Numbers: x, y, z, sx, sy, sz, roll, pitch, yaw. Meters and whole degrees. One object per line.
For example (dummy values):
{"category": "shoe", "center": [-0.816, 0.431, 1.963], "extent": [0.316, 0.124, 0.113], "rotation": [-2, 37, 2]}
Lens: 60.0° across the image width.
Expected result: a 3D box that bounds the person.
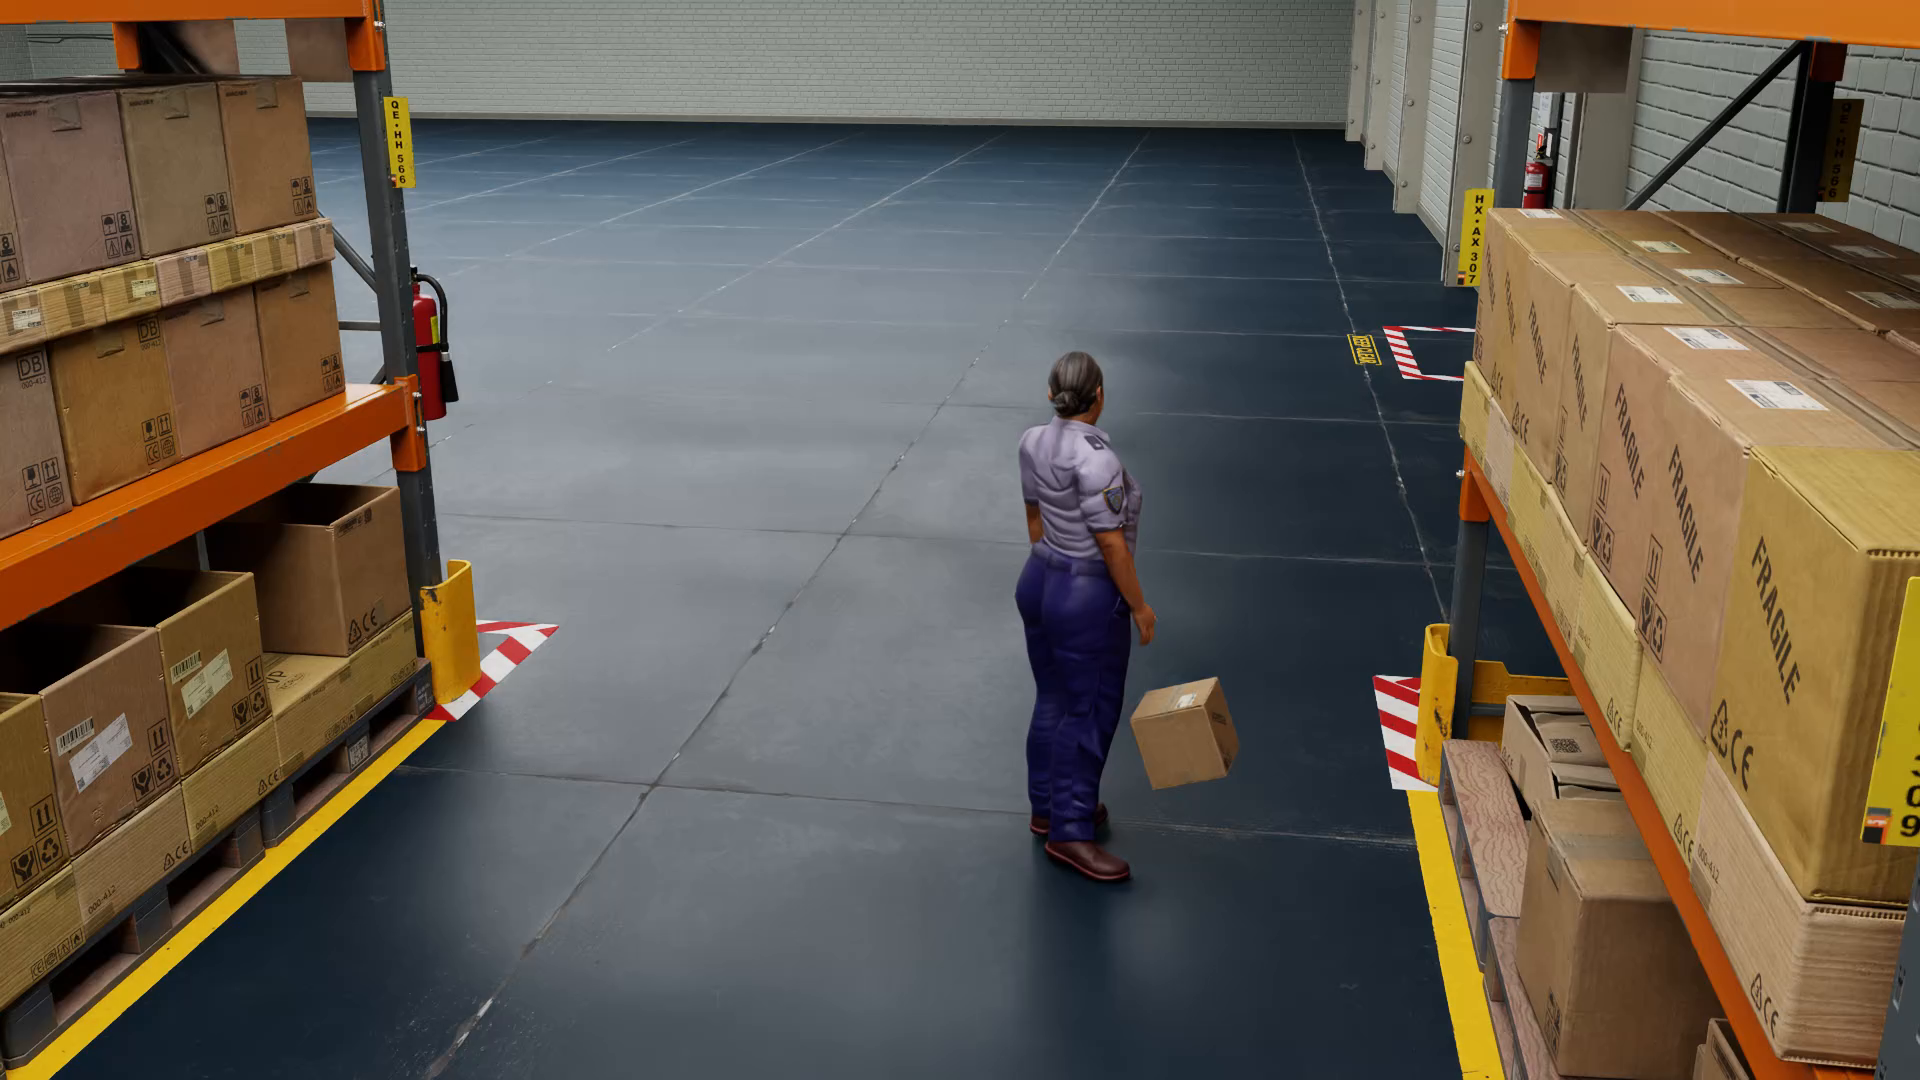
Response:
{"category": "person", "center": [0.410, 0.222, 5.352], "extent": [0.369, 1.656, 0.613], "rotation": [-9, 20, -25]}
